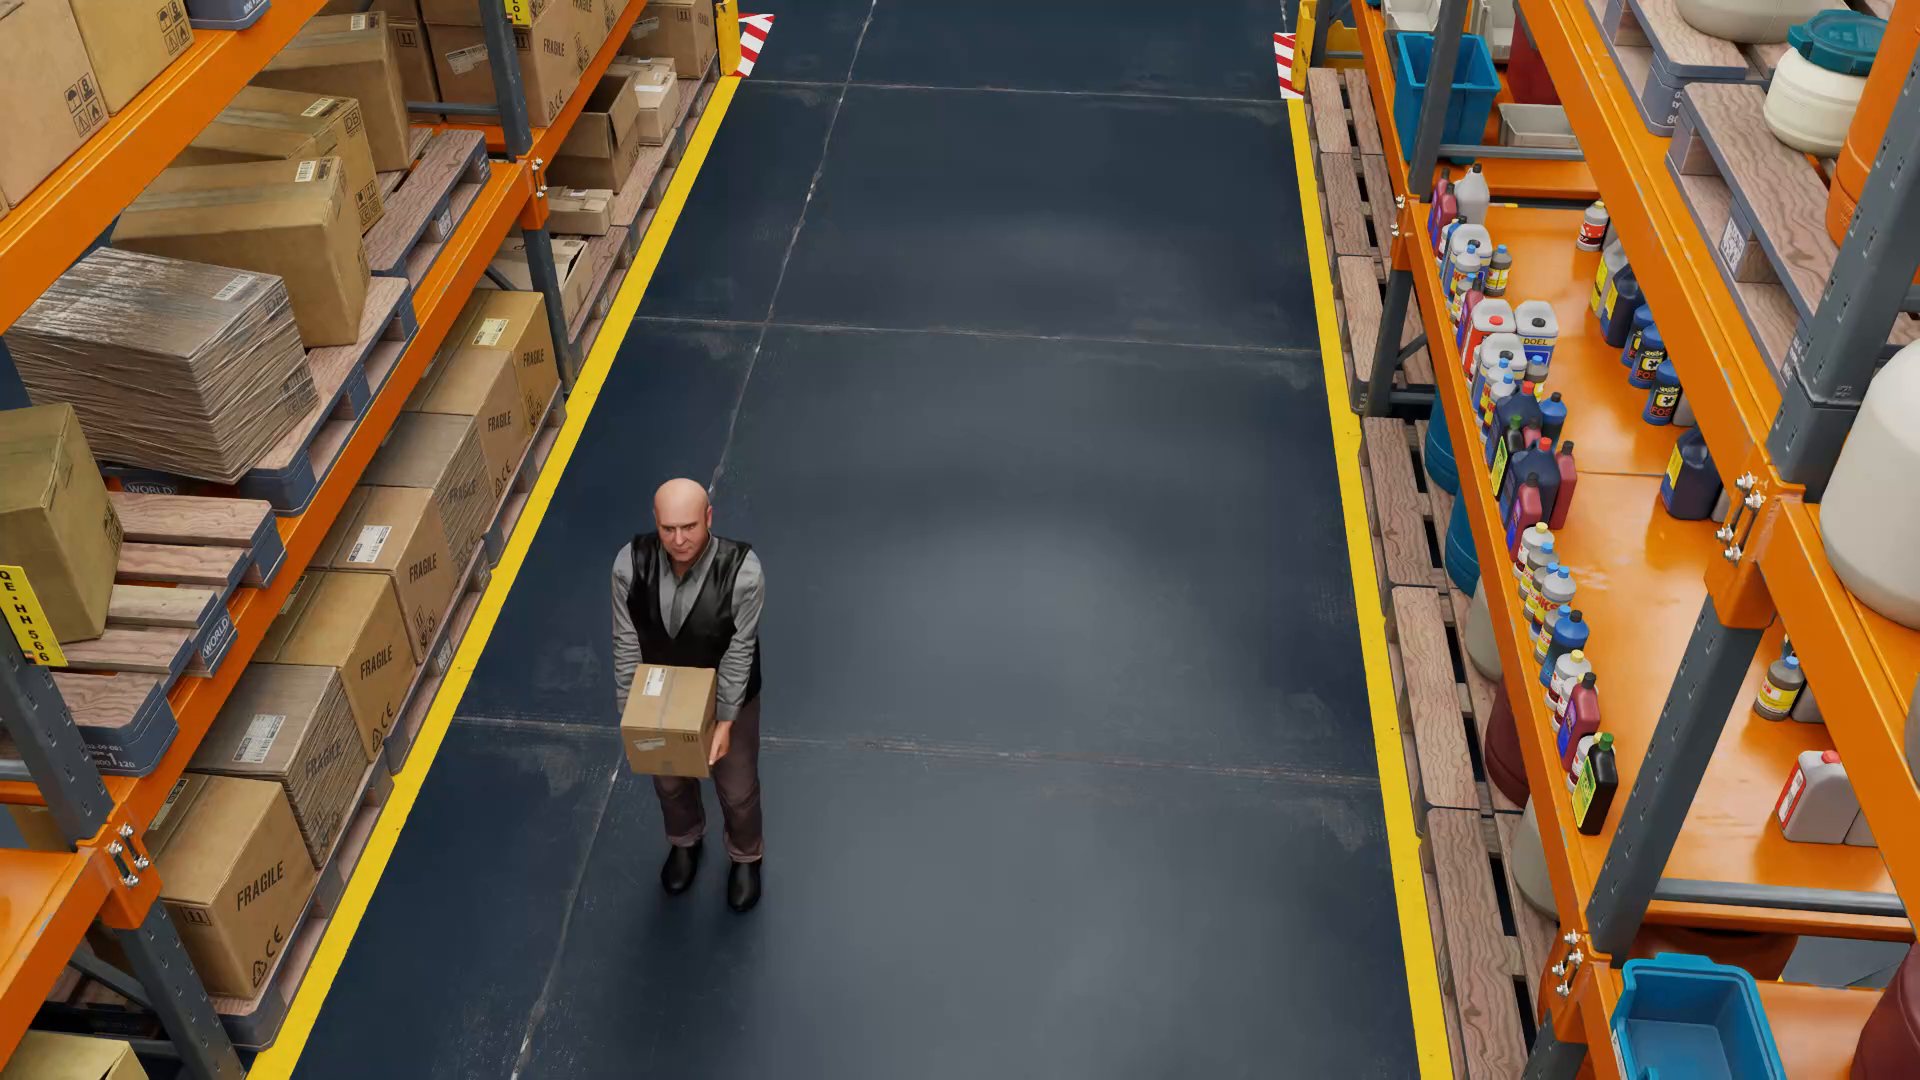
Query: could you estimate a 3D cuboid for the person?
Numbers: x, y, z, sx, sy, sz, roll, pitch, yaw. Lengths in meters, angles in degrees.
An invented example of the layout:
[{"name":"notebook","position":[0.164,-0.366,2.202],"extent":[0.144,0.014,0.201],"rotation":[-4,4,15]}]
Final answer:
[{"name":"person","position":[-0.870,0.574,5.491],"extent":[0.495,1.718,0.555],"rotation":[3,40,4]}]
